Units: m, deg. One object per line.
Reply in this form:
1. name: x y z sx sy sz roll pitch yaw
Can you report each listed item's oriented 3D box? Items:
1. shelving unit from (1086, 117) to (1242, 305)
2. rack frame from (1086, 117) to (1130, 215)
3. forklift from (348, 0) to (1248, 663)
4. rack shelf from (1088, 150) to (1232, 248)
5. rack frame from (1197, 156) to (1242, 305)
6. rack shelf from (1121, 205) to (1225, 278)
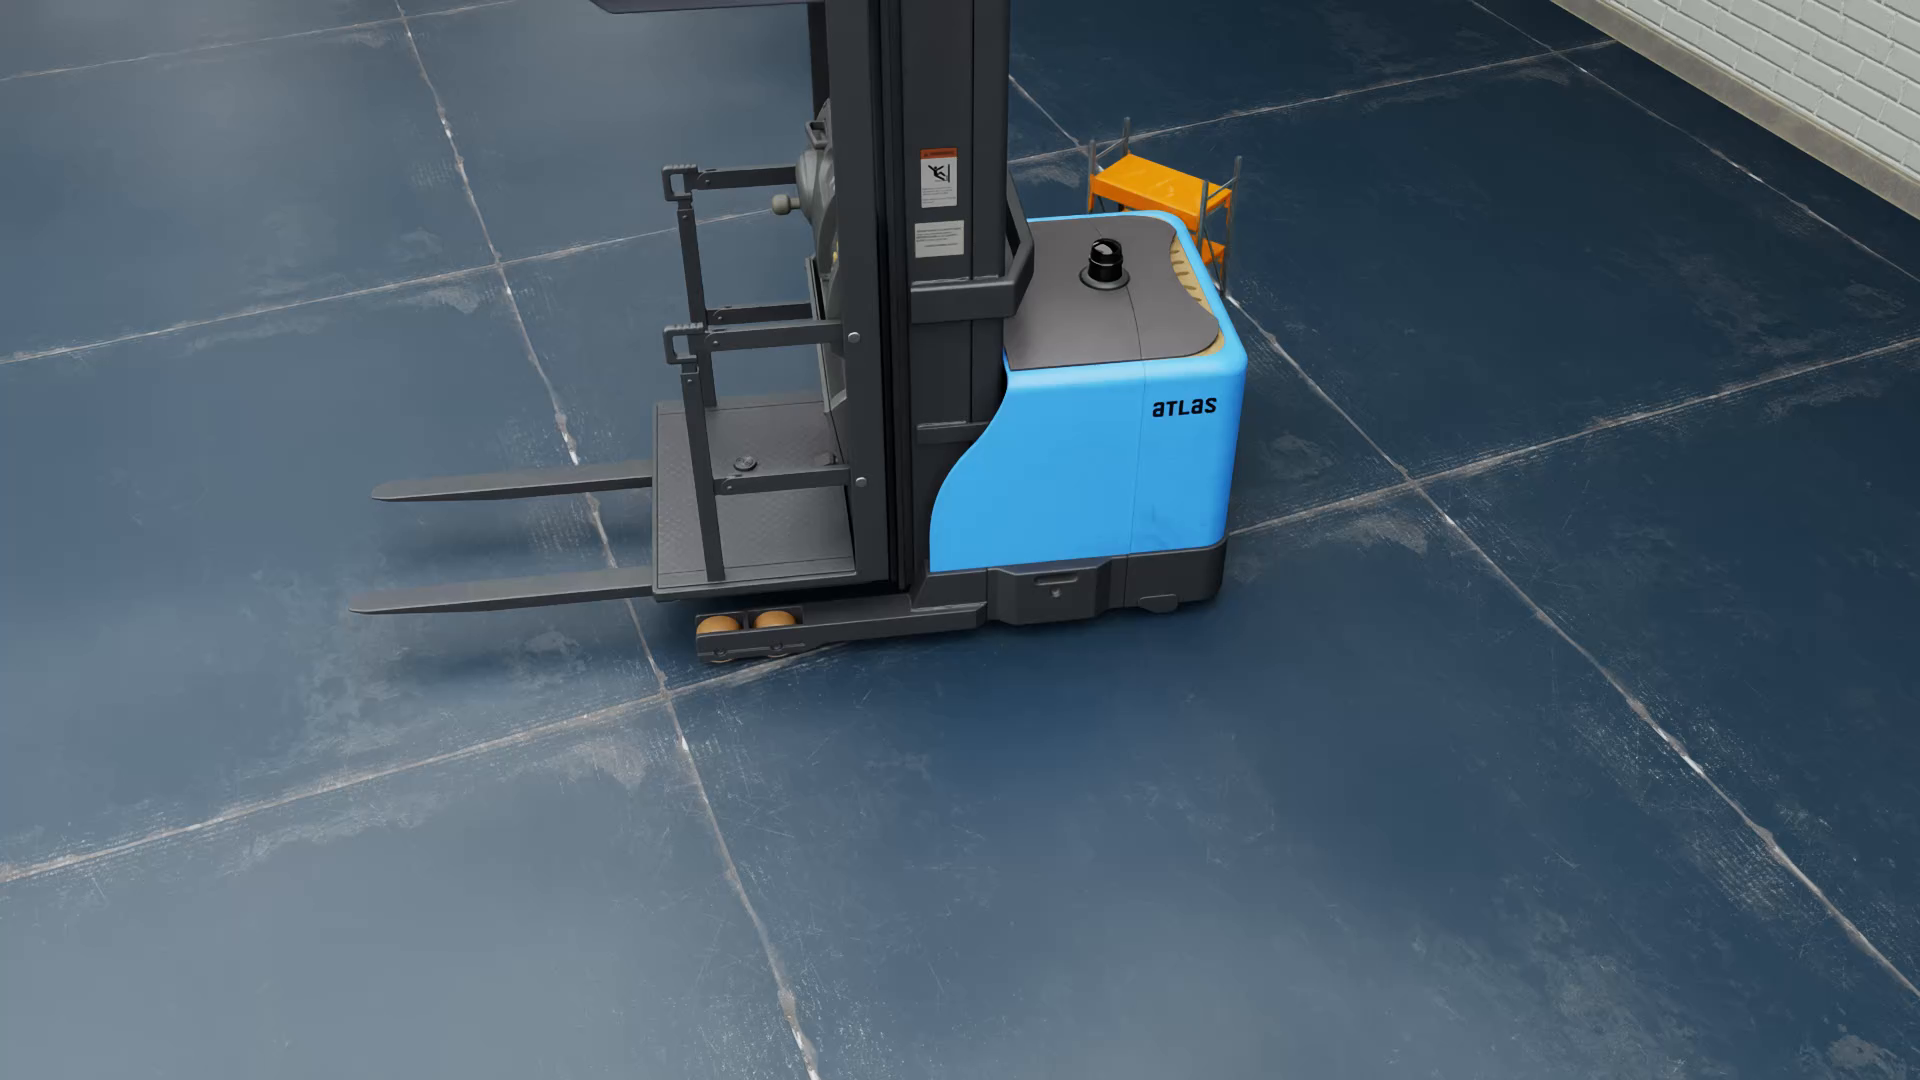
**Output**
1. shelving unit: 0.751 -0.974 6.462 0.503 1.200 0.258 28 48 28
2. rack frame: 0.560 -1.073 6.578 0.015 1.200 0.240 28 48 28
3. forklift: -0.620 -1.055 5.229 3.031 2.935 1.130 -5 41 -6
4. rack shelf: 0.750 -1.271 6.205 0.480 0.148 0.258 28 48 28
5. rack frame: 0.941 -0.874 6.346 0.015 1.200 0.240 28 48 28
6. rack shelf: 0.751 -1.092 6.360 0.480 0.148 0.258 28 48 28
